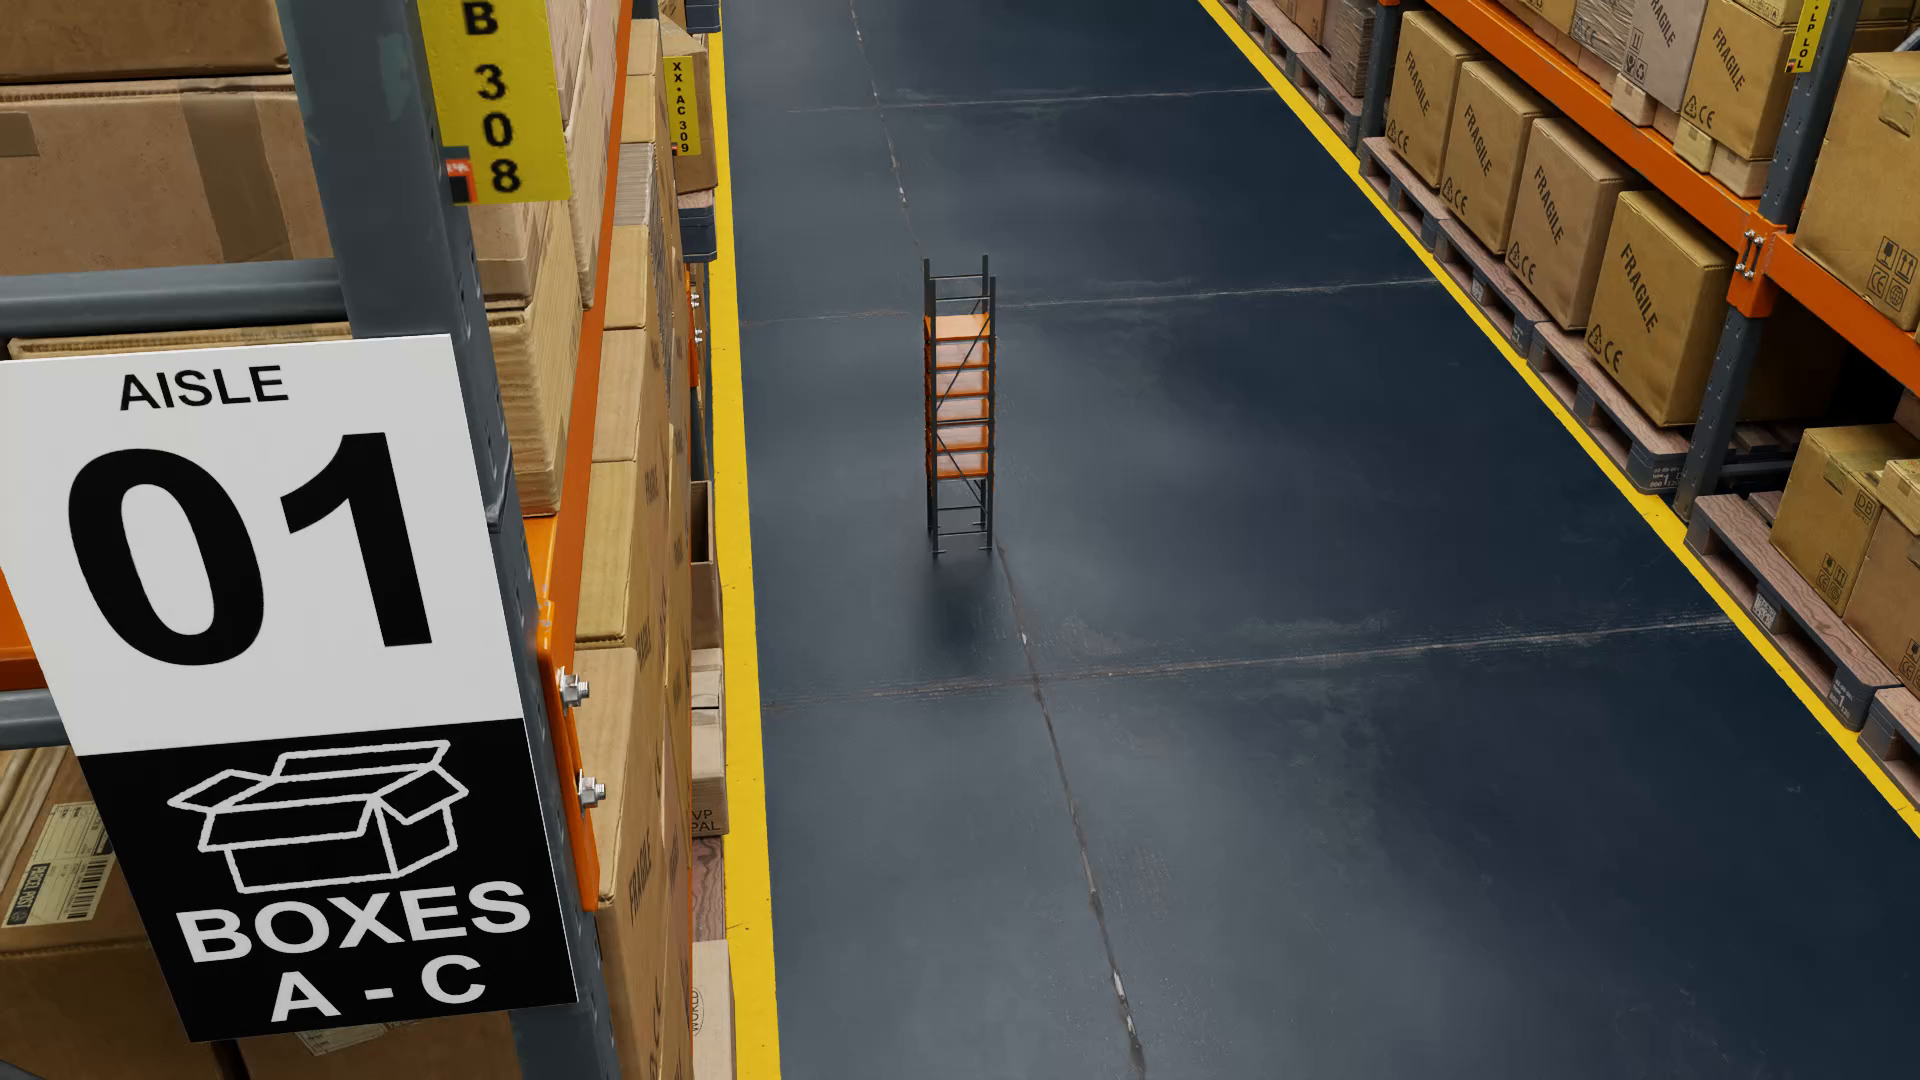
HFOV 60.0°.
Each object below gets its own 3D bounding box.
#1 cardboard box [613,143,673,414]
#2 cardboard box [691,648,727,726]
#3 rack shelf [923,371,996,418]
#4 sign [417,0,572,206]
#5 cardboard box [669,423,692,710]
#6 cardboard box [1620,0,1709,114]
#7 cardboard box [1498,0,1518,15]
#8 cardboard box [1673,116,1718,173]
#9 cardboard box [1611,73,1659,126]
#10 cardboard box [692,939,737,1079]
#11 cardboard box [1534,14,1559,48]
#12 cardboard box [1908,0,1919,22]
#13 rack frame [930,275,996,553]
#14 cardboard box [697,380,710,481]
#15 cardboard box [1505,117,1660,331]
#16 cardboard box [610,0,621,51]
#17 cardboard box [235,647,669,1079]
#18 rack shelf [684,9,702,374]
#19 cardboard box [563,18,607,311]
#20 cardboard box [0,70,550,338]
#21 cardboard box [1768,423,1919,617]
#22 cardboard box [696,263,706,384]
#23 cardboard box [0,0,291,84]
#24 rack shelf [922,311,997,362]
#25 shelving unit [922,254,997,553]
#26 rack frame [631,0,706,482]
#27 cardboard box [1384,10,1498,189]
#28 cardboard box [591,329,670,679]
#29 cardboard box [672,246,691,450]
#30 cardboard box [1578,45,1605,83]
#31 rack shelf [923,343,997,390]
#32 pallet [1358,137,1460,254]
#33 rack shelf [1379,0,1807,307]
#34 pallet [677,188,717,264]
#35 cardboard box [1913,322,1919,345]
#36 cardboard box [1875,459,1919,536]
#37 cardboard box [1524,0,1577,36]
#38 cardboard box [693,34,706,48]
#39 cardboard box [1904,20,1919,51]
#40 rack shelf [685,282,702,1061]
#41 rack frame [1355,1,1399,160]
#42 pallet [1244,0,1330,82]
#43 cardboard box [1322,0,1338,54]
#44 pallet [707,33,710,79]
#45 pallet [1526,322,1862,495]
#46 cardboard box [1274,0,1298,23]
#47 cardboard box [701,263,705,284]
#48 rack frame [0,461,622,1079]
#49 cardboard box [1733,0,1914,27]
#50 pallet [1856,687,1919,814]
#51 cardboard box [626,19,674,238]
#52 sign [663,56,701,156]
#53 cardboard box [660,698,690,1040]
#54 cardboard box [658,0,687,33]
[{"bbox_3d":[-0.974,-0.621,4.021,0.500,0.500,0.500,-4,34,-6],"label":"cardboard box"},{"bbox_3d":[-0.970,0.502,5.491,0.380,0.149,0.250,-4,35,-6],"label":"cardboard box"},{"bbox_3d":[-0.002,-0.566,6.381,0.258,0.103,0.180,-4,35,-6],"label":"rack shelf"},{"bbox_3d":[-0.362,-0.406,1.242,0.100,0.325,0.005,-4,35,-6],"label":"sign"},{"bbox_3d":[-0.903,0.081,3.879,0.500,0.500,0.500,-4,34,-6],"label":"cardboard box"},{"bbox_3d":[3.081,-2.068,6.750,0.500,0.500,0.500,-4,34,-6],"label":"cardboard box"},{"bbox_3d":[2.924,-2.737,8.308,0.380,0.149,0.250,-4,34,-5],"label":"cardboard box"},{"bbox_3d":[3.087,-1.584,6.616,0.380,0.149,0.250,-4,34,-5],"label":"cardboard box"},{"bbox_3d":[3.003,-1.875,7.043,0.380,0.149,0.250,-4,35,-6],"label":"cardboard box"},{"bbox_3d":[-0.826,1.308,4.218,0.500,0.250,0.500,-4,35,-6],"label":"cardboard box"},{"bbox_3d":[2.965,-2.453,7.892,0.380,0.149,0.250,-4,34,-6],"label":"cardboard box"},{"bbox_3d":[3.667,-2.132,6.178,0.500,0.250,0.500,-3,34,-5],"label":"cardboard box"},{"bbox_3d":[0.010,-0.453,6.349,0.240,1.200,0.006,-4,35,-6],"label":"rack frame"},{"bbox_3d":[-1.261,-0.433,6.551,0.500,0.500,0.500,-6,35,-9],"label":"cardboard box"},{"bbox_3d":[3.132,-1.507,7.834,0.750,0.750,0.750,-3,34,-5],"label":"cardboard box"},{"bbox_3d":[-0.913,-1.085,3.148,0.500,0.250,0.500,-4,35,-6],"label":"cardboard box"},{"bbox_3d":[-0.698,0.514,2.355,0.500,0.500,0.500,-3,34,-5],"label":"cardboard box"},{"bbox_3d":[-1.706,-1.815,7.388,1.077,0.370,4.000,-4,35,-6],"label":"rack shelf"},{"bbox_3d":[-0.771,-0.527,2.330,0.500,0.250,0.500,-4,35,-6],"label":"cardboard box"},{"bbox_3d":[-0.711,-0.454,1.779,0.500,0.250,0.500,-4,35,-6],"label":"cardboard box"},{"bbox_3d":[3.470,-0.089,6.063,0.700,0.500,0.500,-4,34,-6],"label":"cardboard box"},{"bbox_3d":[-1.404,-1.009,7.396,0.500,0.500,0.500,-4,34,-6],"label":"cardboard box"},{"bbox_3d":[-0.985,-0.743,1.537,0.700,0.500,0.500,-4,35,-6],"label":"cardboard box"},{"bbox_3d":[-0.002,-0.765,6.246,0.258,0.103,0.180,-4,35,-6],"label":"rack shelf"},{"bbox_3d":[-0.002,-0.504,6.424,0.258,1.200,0.189,-4,35,-6],"label":"shelving unit"},{"bbox_3d":[-1.437,-0.996,5.548,1.000,3.000,0.127,-4,35,-6],"label":"rack frame"},{"bbox_3d":[2.902,-2.470,9.247,0.750,0.750,0.750,-5,35,-7],"label":"cardboard box"},{"bbox_3d":[-0.838,-0.056,3.193,0.500,0.500,0.500,-4,34,-6],"label":"cardboard box"},{"bbox_3d":[-1.045,-0.490,4.717,0.500,0.500,0.500,-3,34,-5],"label":"cardboard box"},{"bbox_3d":[3.017,-2.157,7.457,0.380,0.149,0.250,-5,35,-8],"label":"cardboard box"},{"bbox_3d":[-0.002,-0.665,6.314,0.258,0.103,0.180,-4,35,-6],"label":"rack shelf"},{"bbox_3d":[2.964,-2.007,9.508,1.003,0.211,1.213,-4,35,-6],"label":"pallet"},{"bbox_3d":[3.202,-2.192,7.942,1.077,0.370,4.000,-4,35,-6],"label":"rack shelf"},{"bbox_3d":[-1.437,-1.371,6.268,1.003,0.211,1.213,-4,35,-6],"label":"pallet"},{"bbox_3d":[3.620,-0.785,4.972,0.980,0.700,0.700,-5,35,-8],"label":"cardboard box"},{"bbox_3d":[3.335,-0.152,5.580,0.380,0.149,0.250,-3,34,-5],"label":"cardboard box"},{"bbox_3d":[2.949,-2.627,7.571,0.500,0.500,0.500,-3,34,-5],"label":"cardboard box"},{"bbox_3d":[-1.755,-2.811,9.783,0.500,0.311,0.500,-3,34,-5],"label":"cardboard box"},{"bbox_3d":[3.659,-1.821,6.388,0.500,0.500,0.500,-6,35,-8],"label":"cardboard box"},{"bbox_3d":[-1.168,0.418,4.113,1.077,0.370,4.000,-4,35,-6],"label":"rack shelf"},{"bbox_3d":[2.933,-3.605,9.377,1.000,3.000,0.127,-4,35,-6],"label":"rack frame"},{"bbox_3d":[2.668,-3.568,11.799,1.003,0.211,1.213,-4,35,-6],"label":"pallet"},{"bbox_3d":[2.830,-3.448,10.975,0.700,0.500,0.500,-4,35,-6],"label":"cardboard box"},{"bbox_3d":[-2.208,-3.217,11.284,1.003,0.211,1.213,-4,35,-6],"label":"pallet"},{"bbox_3d":[3.292,-0.646,7.510,1.003,0.211,1.213,-4,35,-6],"label":"pallet"},{"bbox_3d":[2.658,-4.004,11.791,0.700,0.500,0.500,-4,34,-6],"label":"cardboard box"},{"bbox_3d":[-1.548,-1.584,8.240,0.500,0.500,0.500,-6,35,-8],"label":"cardboard box"},{"bbox_3d":[-0.899,1.236,2.272,1.000,3.000,0.127,-4,35,-6],"label":"rack frame"},{"bbox_3d":[3.154,-2.097,6.127,0.500,0.250,0.500,-4,34,-5],"label":"cardboard box"},{"bbox_3d":[3.663,0.892,5.254,1.003,0.211,1.213,-4,35,-6],"label":"pallet"},{"bbox_3d":[-1.113,-1.188,4.853,0.500,0.500,0.500,-4,34,-6],"label":"cardboard box"},{"bbox_3d":[-0.901,-1.399,5.370,0.100,0.325,0.005,-4,35,-6],"label":"sign"},{"bbox_3d":[-0.772,0.640,3.059,0.500,0.500,0.500,-5,35,-7],"label":"cardboard box"},{"bbox_3d":[-1.435,-1.871,6.370,0.700,0.500,0.500,1,34,1],"label":"cardboard box"}]
